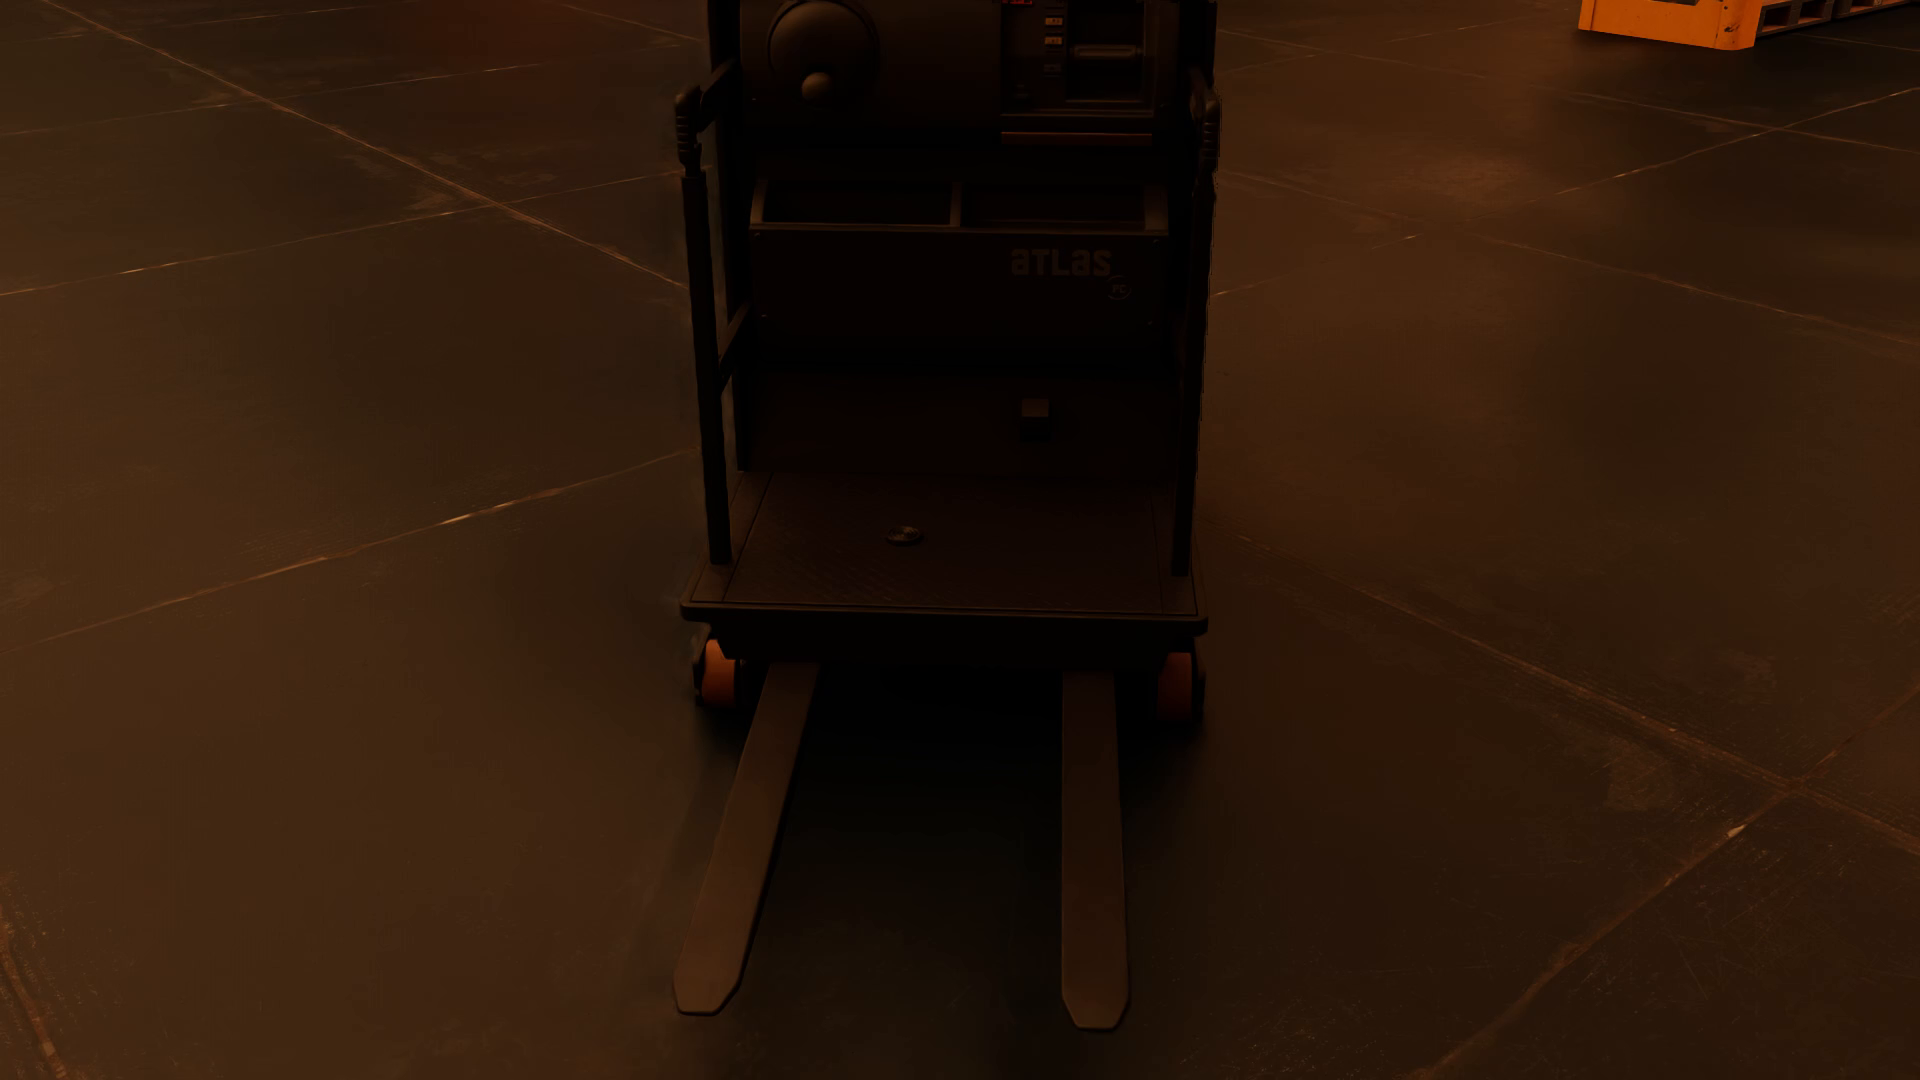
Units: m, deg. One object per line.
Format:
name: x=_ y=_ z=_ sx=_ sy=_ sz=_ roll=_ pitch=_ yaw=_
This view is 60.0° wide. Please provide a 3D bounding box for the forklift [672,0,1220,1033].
forklift: x=-0.011 y=-1.054 z=3.328 sx=1.130 sy=2.935 sz=3.031 roll=1 pitch=26 yaw=3
